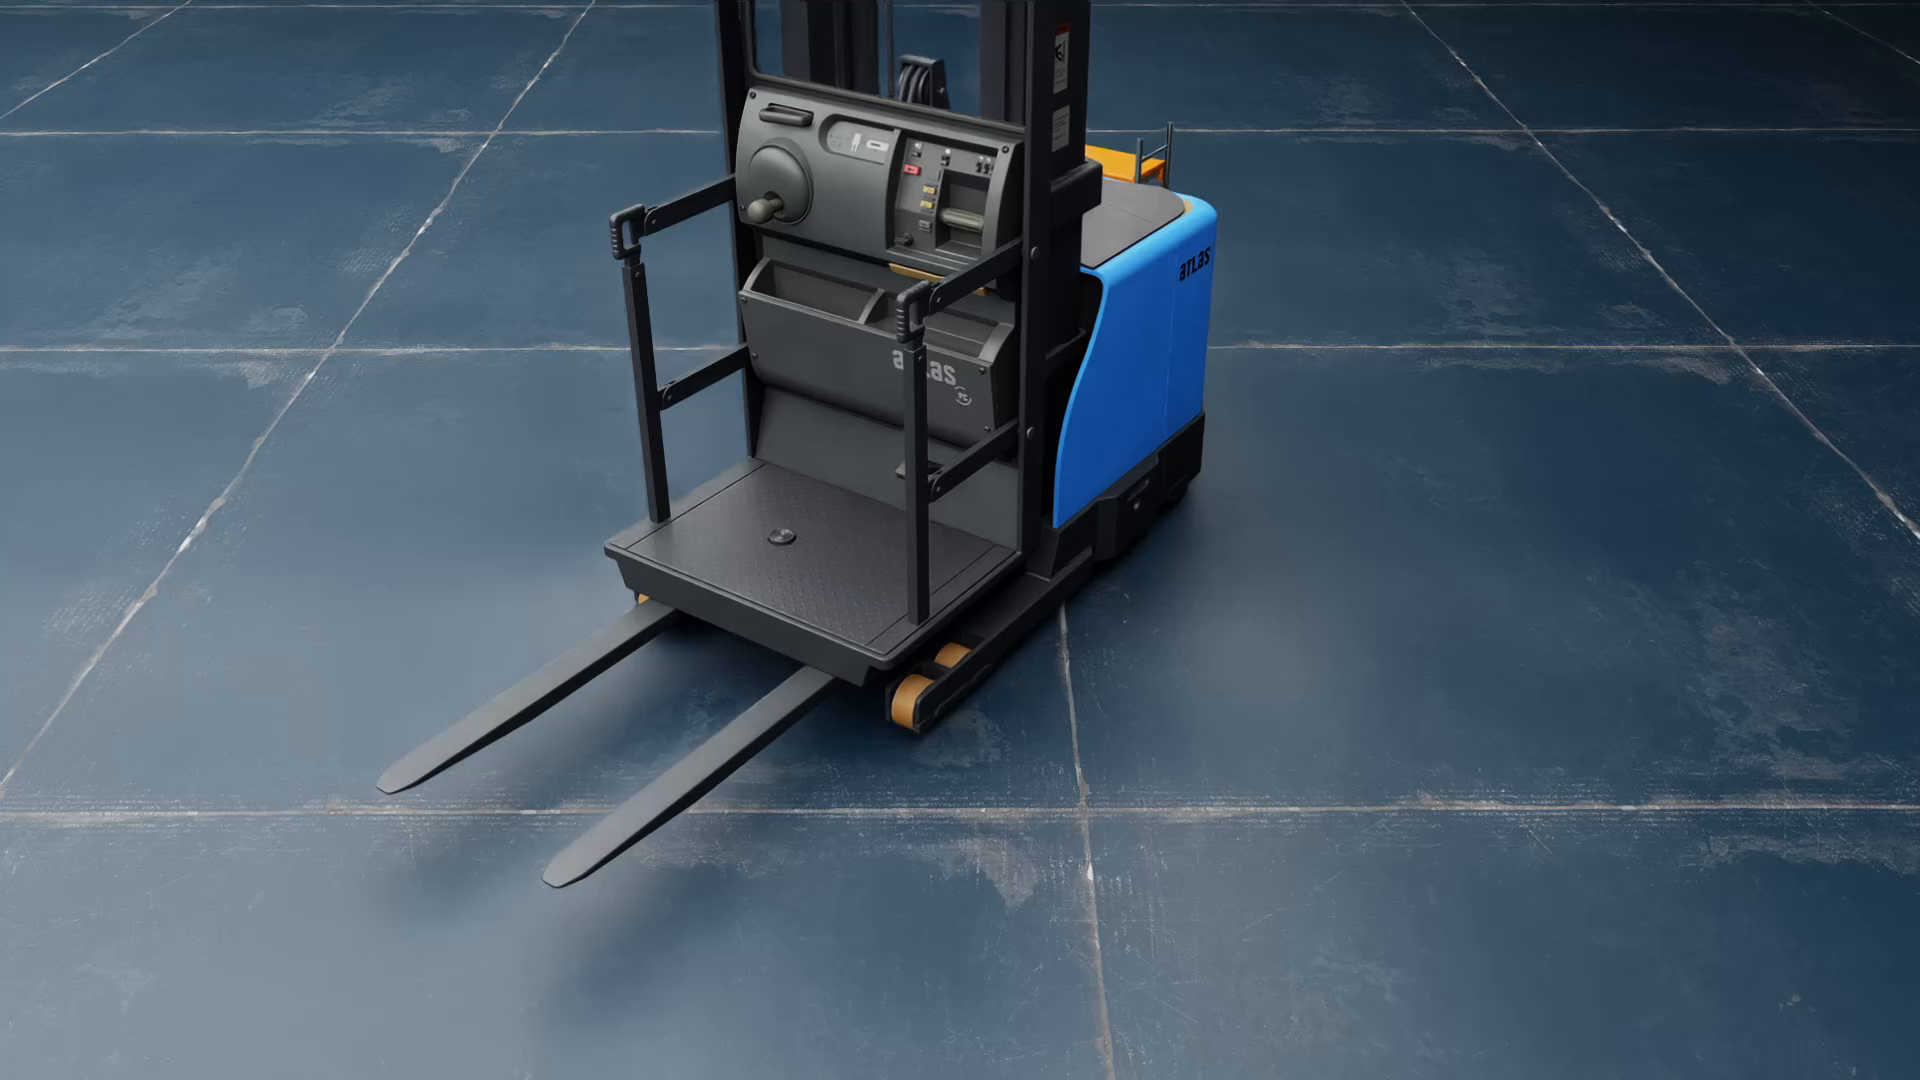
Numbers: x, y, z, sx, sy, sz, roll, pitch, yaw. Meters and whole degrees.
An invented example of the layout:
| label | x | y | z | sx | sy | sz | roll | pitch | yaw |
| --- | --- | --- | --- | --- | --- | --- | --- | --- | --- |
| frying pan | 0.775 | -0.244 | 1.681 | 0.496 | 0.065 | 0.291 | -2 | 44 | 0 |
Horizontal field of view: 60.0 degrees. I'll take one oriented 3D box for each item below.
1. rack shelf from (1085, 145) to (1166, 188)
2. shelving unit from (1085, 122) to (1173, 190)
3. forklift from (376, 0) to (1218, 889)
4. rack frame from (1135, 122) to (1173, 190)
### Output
| label | x | y | z | sx | sy | sz | roll | pitch | yaw |
| --- | --- | --- | --- | --- | --- | --- | --- | --- | --- |
| rack shelf | 0.477 | -1.316 | 6.004 | 0.480 | 0.148 | 0.258 | 19 | 36 | 29 |
| shelving unit | 0.477 | -0.980 | 6.208 | 0.503 | 1.200 | 0.258 | 19 | 36 | 29 |
| forklift | -0.374 | -0.979 | 4.538 | 1.130 | 2.935 | 3.031 | 20 | 36 | 29 |
| rack frame | 0.679 | -0.909 | 6.092 | 0.015 | 1.200 | 0.240 | 19 | 36 | 29 |
